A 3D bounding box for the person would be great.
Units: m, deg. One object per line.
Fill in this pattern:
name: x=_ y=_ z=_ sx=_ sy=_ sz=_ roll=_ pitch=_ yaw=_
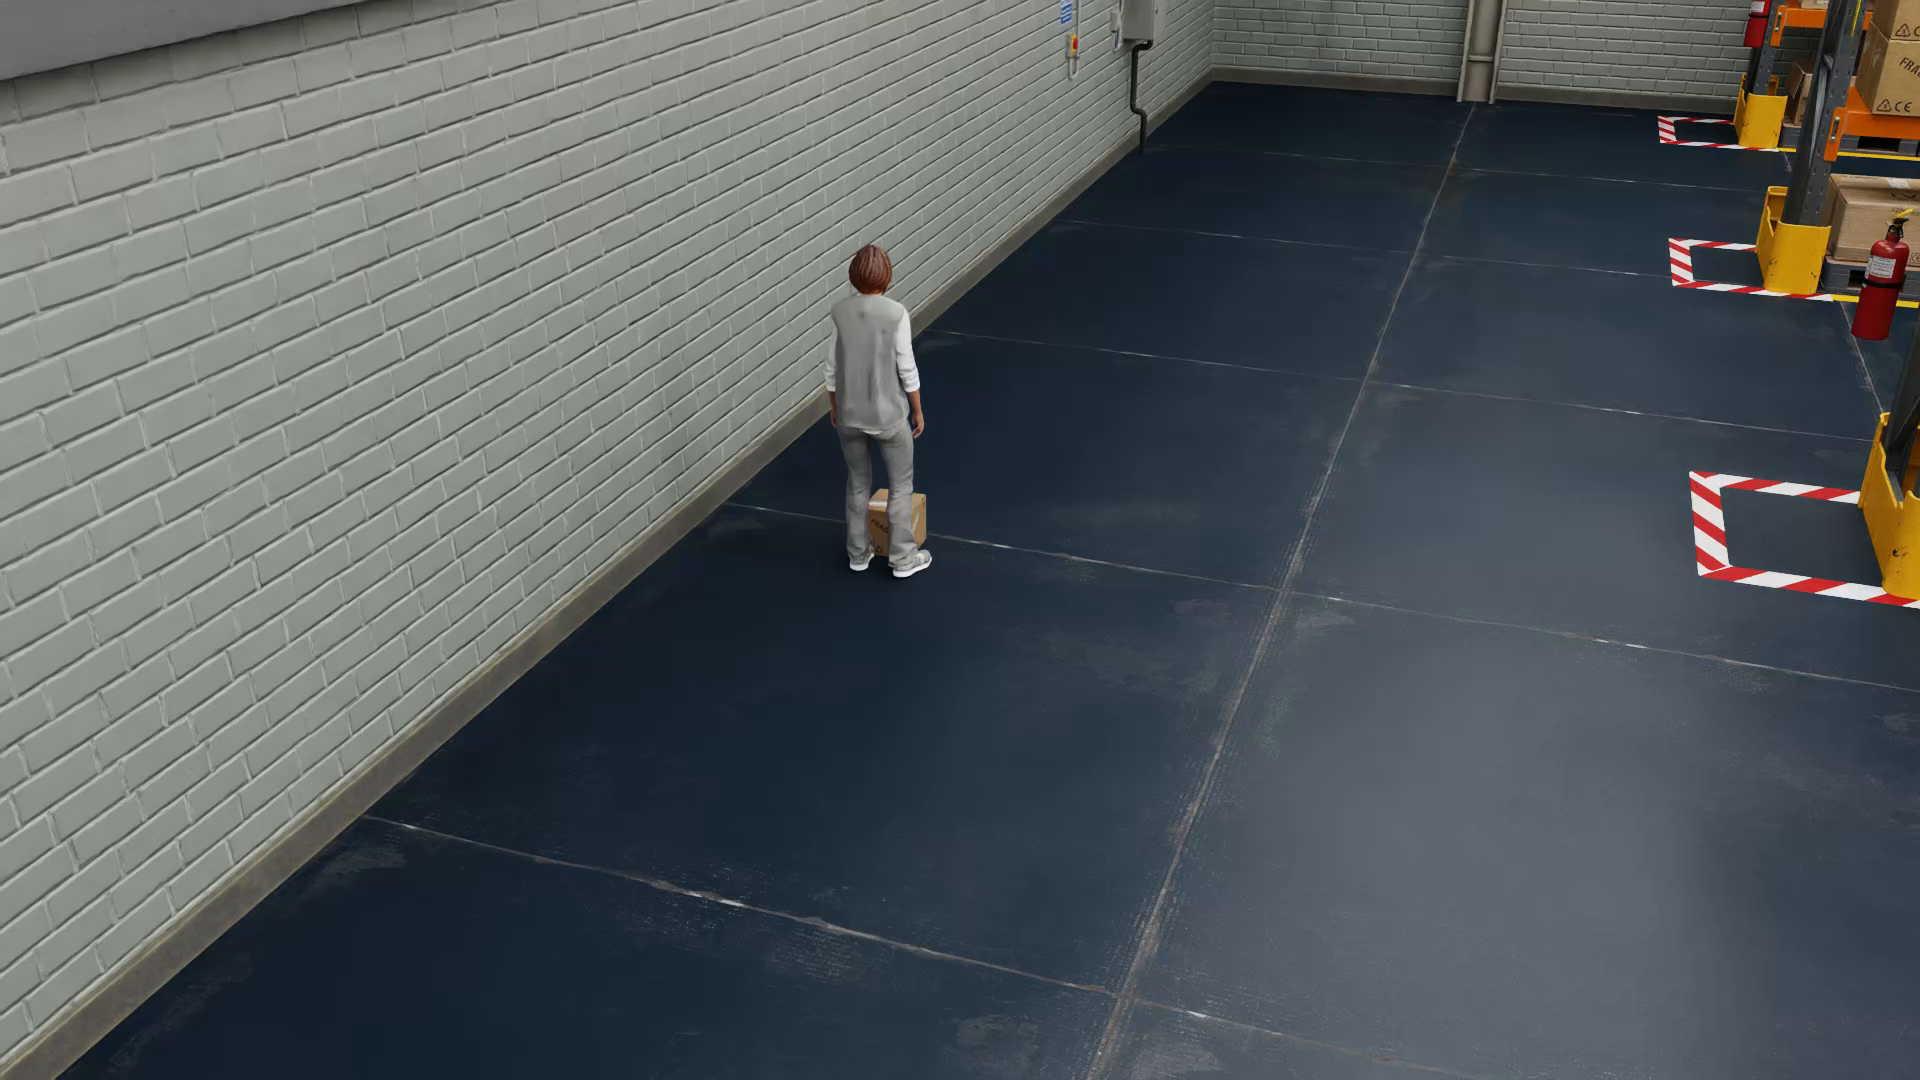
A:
person: x=-0.401 y=-0.583 z=7.816 sx=0.477 sy=1.593 sz=0.346 roll=8 pitch=27 yaw=16
